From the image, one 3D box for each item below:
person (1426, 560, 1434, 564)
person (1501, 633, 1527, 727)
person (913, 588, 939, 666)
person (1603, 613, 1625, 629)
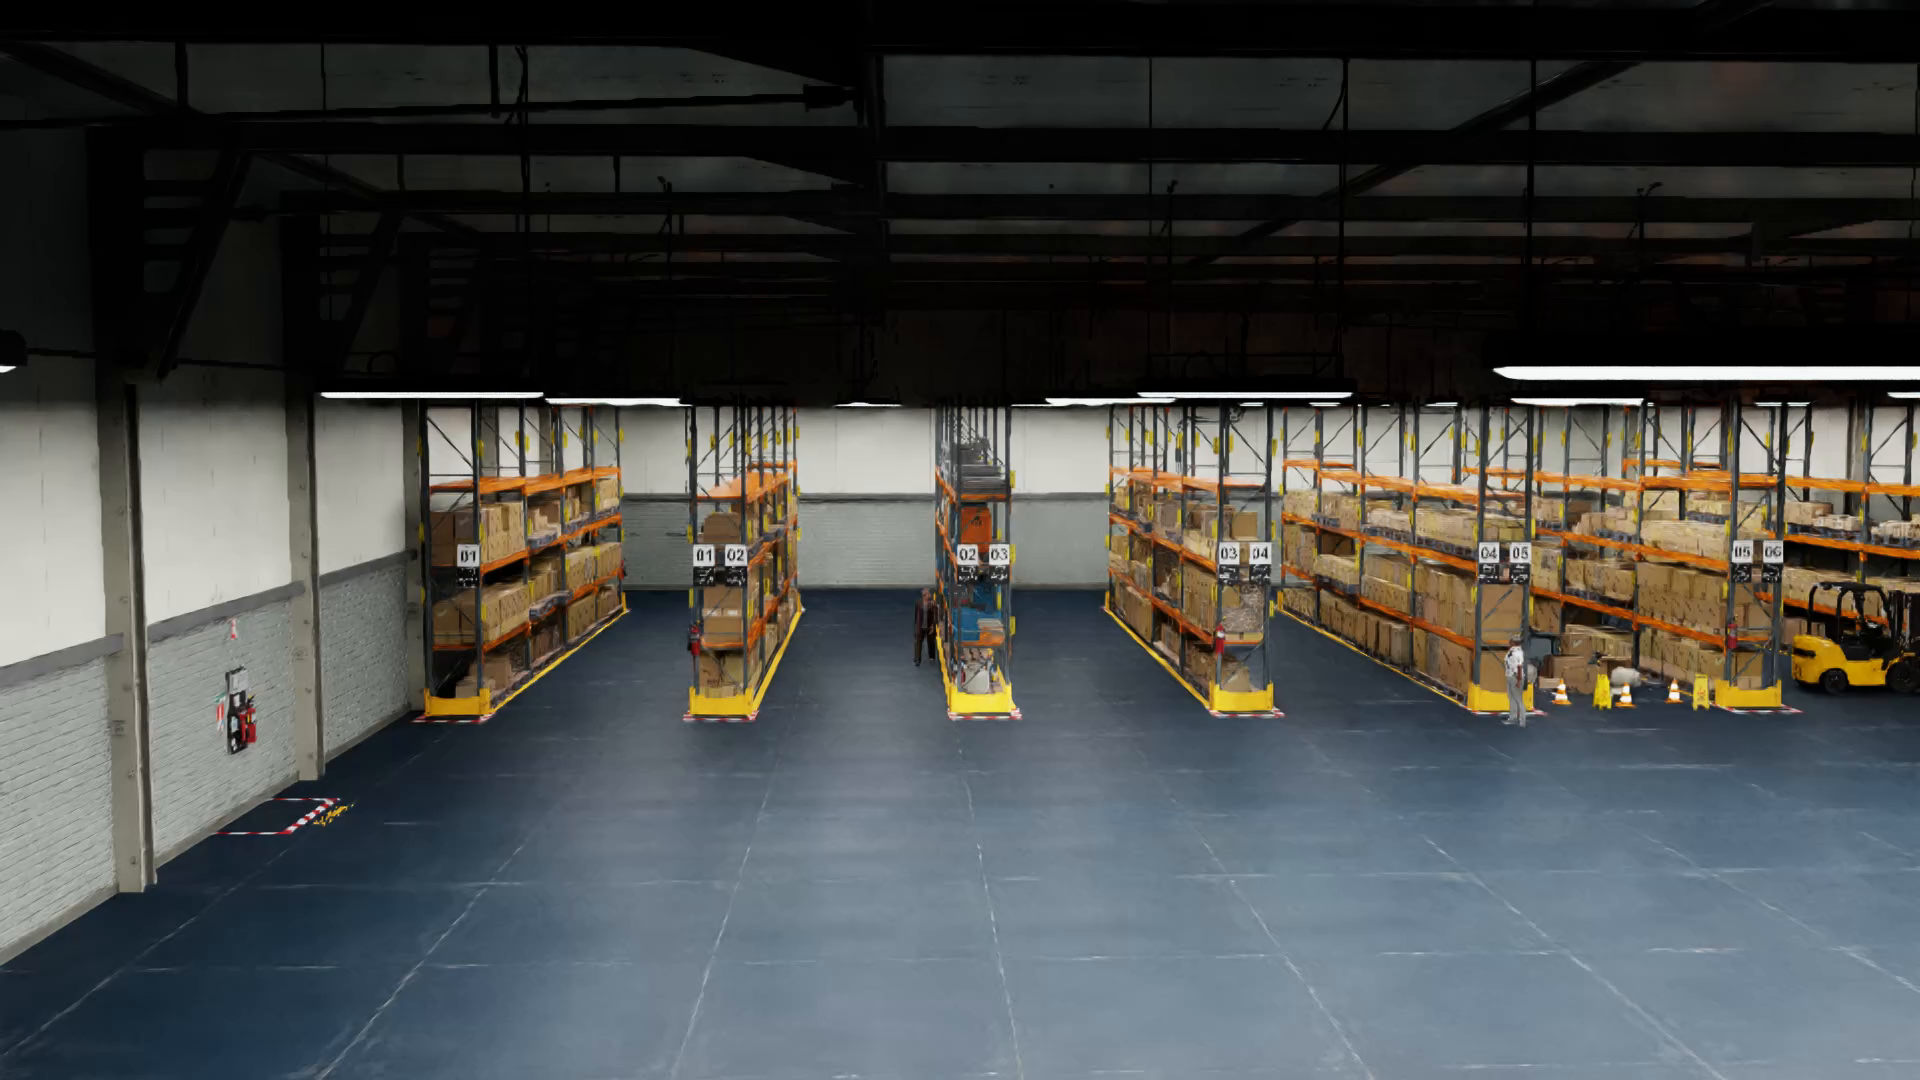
[{"bbox_3d":[12.223,1.402,43.332,0.475,1.789,0.637,-3,5,-31],"label":"person"},{"bbox_3d":[10.035,2.519,30.023,0.385,1.666,0.582,0,4,1],"label":"person"},{"bbox_3d":[-0.757,1.925,37.116,0.576,1.712,1.090,1,5,7],"label":"person"},{"bbox_3d":[16.689,1.526,42.409,0.709,1.731,0.695,-1,5,-10],"label":"person"}]
